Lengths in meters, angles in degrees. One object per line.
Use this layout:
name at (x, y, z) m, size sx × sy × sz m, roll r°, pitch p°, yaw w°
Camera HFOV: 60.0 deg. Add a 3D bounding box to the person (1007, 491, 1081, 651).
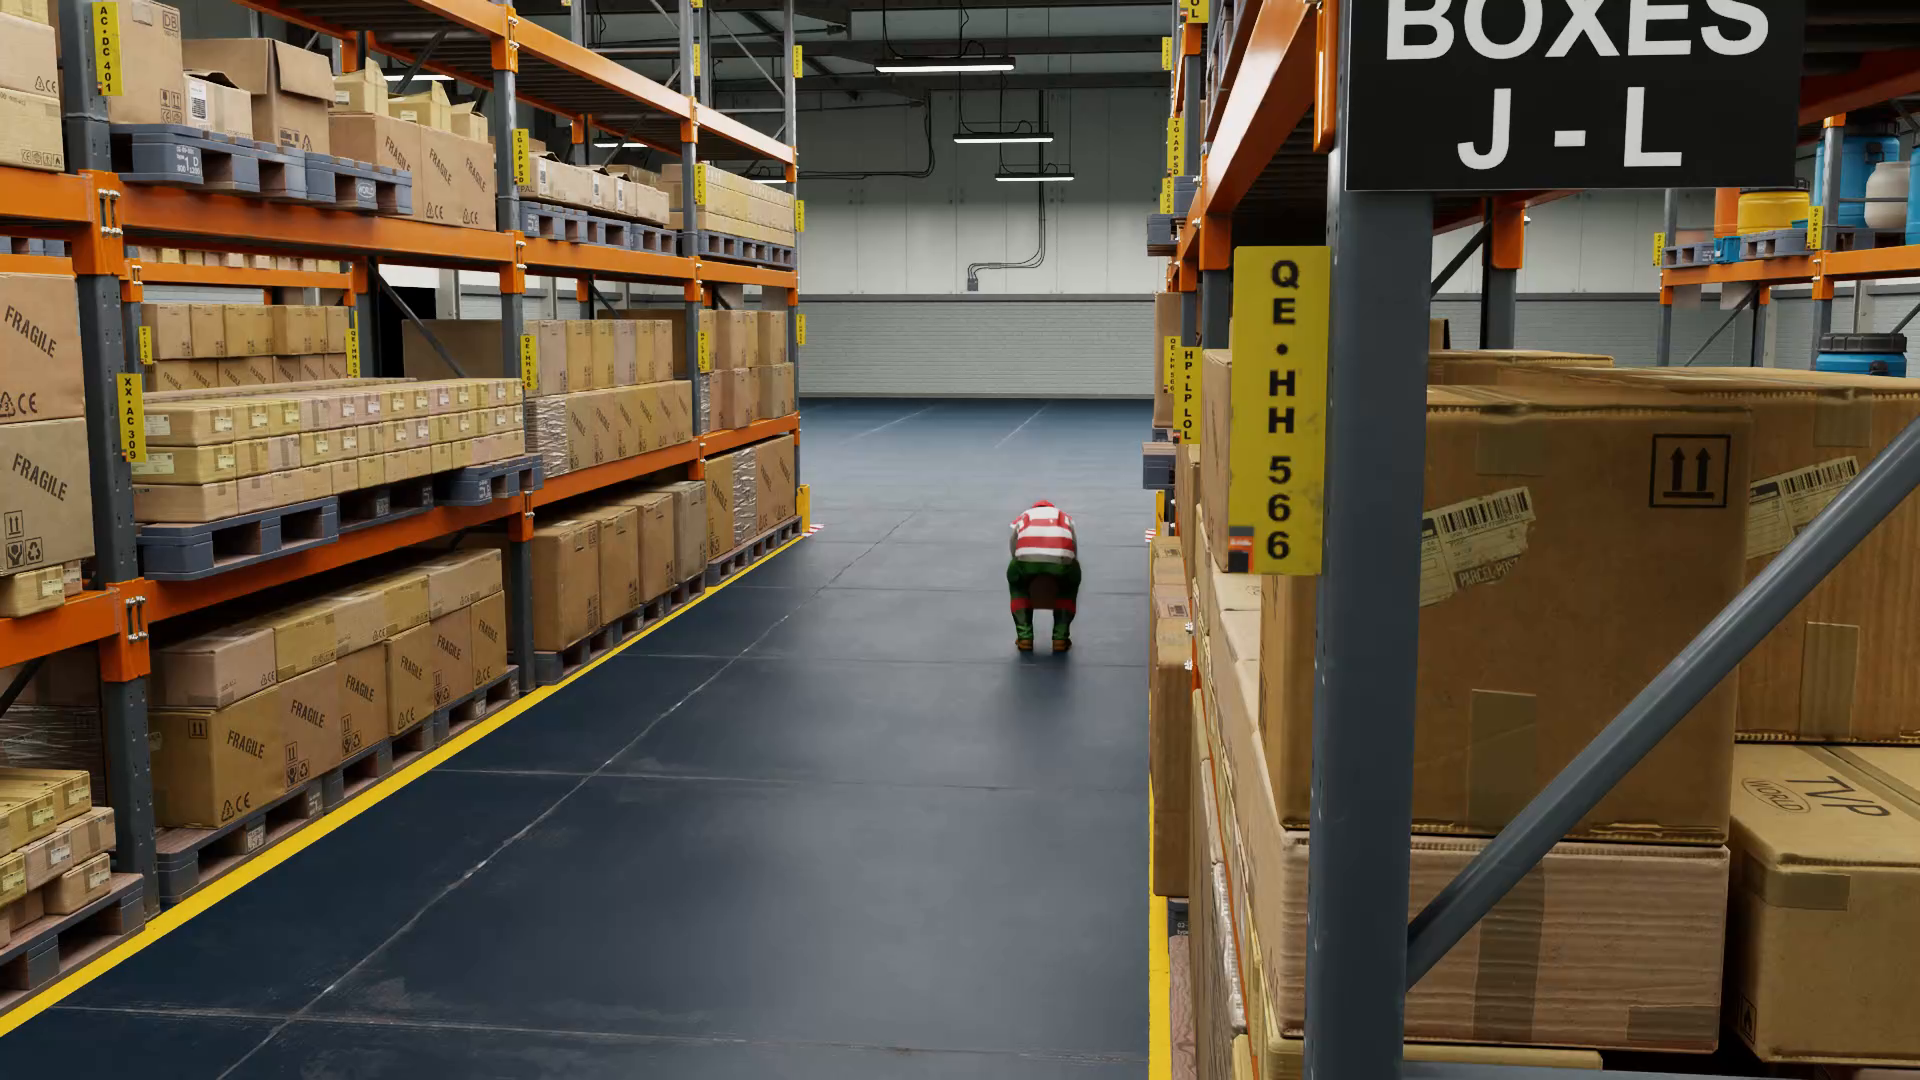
person at (0.601, 0.214, 11.881) m, size 0.530 × 1.053 × 0.958 m, roll 0°, pitch 8°, yaw 3°
